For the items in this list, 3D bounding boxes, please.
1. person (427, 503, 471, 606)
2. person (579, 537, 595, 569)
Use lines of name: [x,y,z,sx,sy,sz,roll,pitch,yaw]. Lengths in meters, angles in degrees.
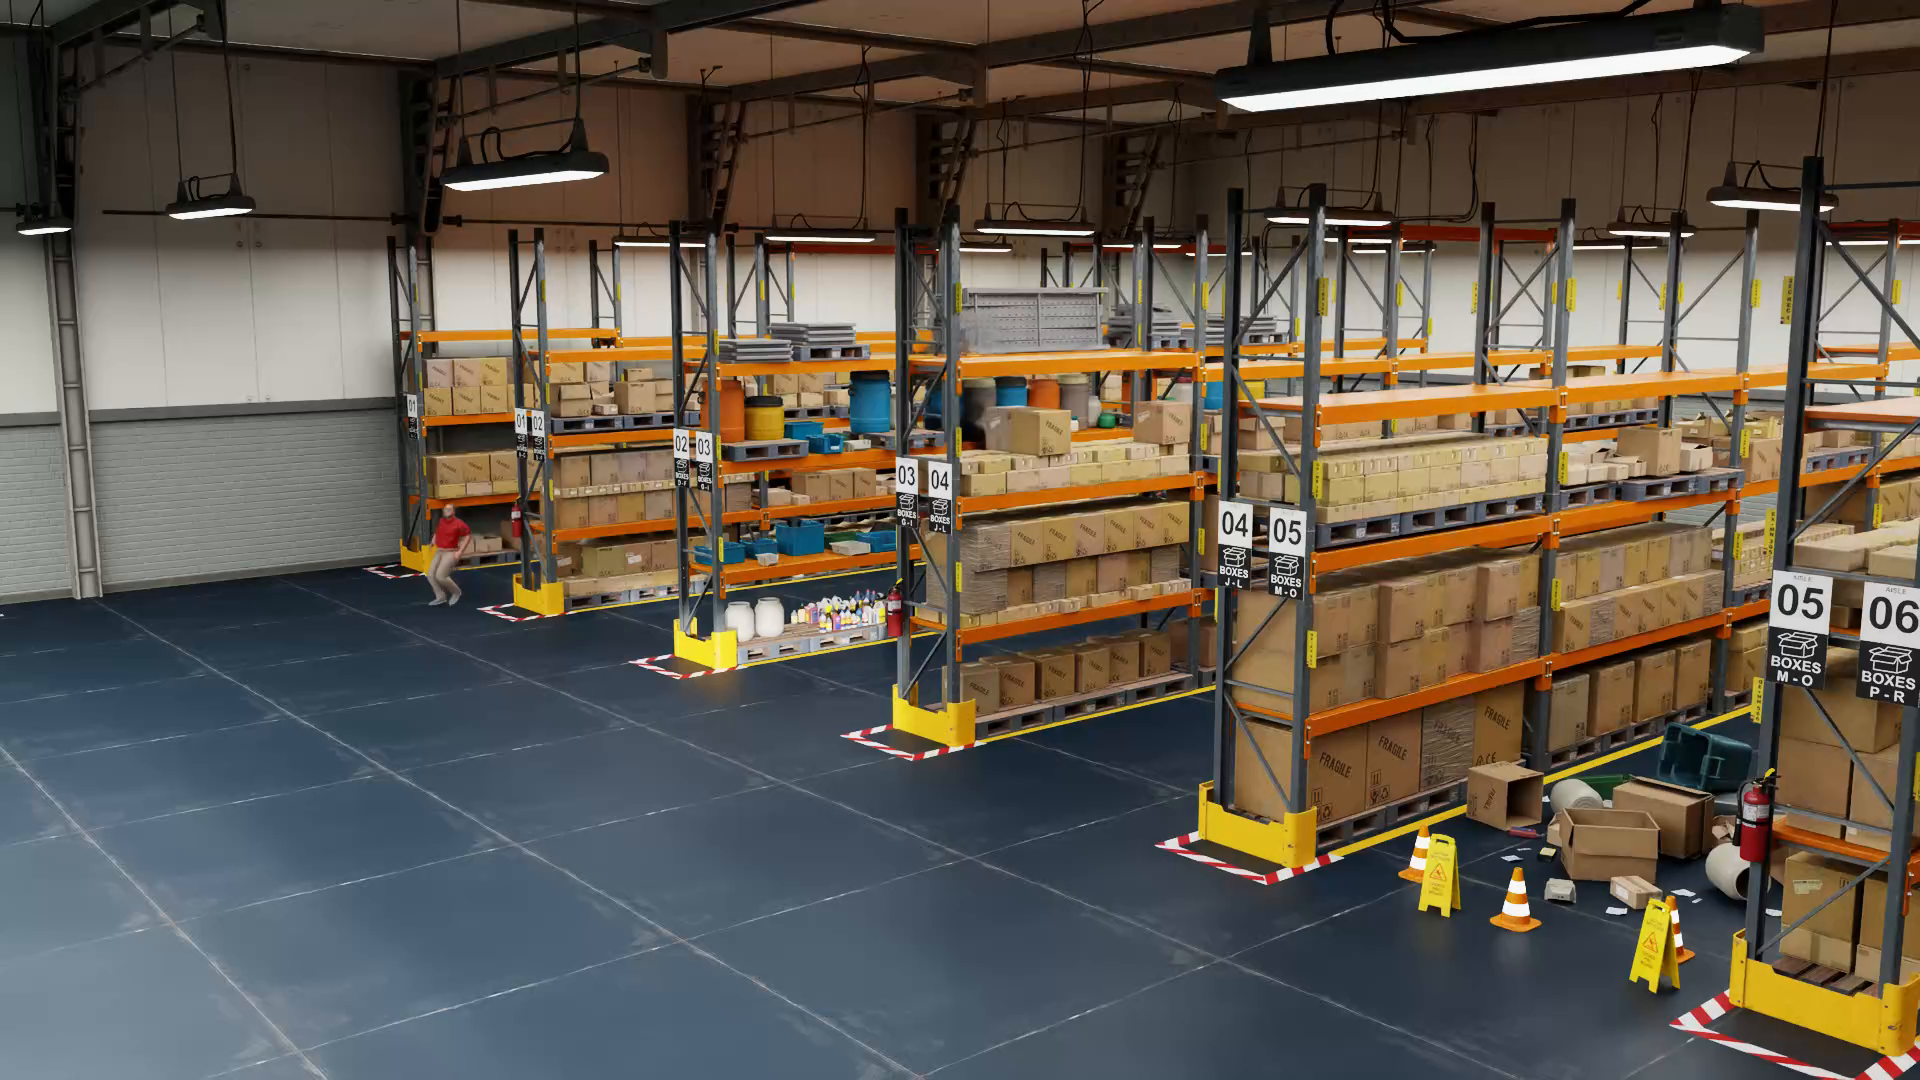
person: [-8.296,0.236,26.859,0.684,1.668,0.534,6,11,36]
person: [-6.501,-0.143,29.013,0.575,1.685,0.938,8,12,40]
